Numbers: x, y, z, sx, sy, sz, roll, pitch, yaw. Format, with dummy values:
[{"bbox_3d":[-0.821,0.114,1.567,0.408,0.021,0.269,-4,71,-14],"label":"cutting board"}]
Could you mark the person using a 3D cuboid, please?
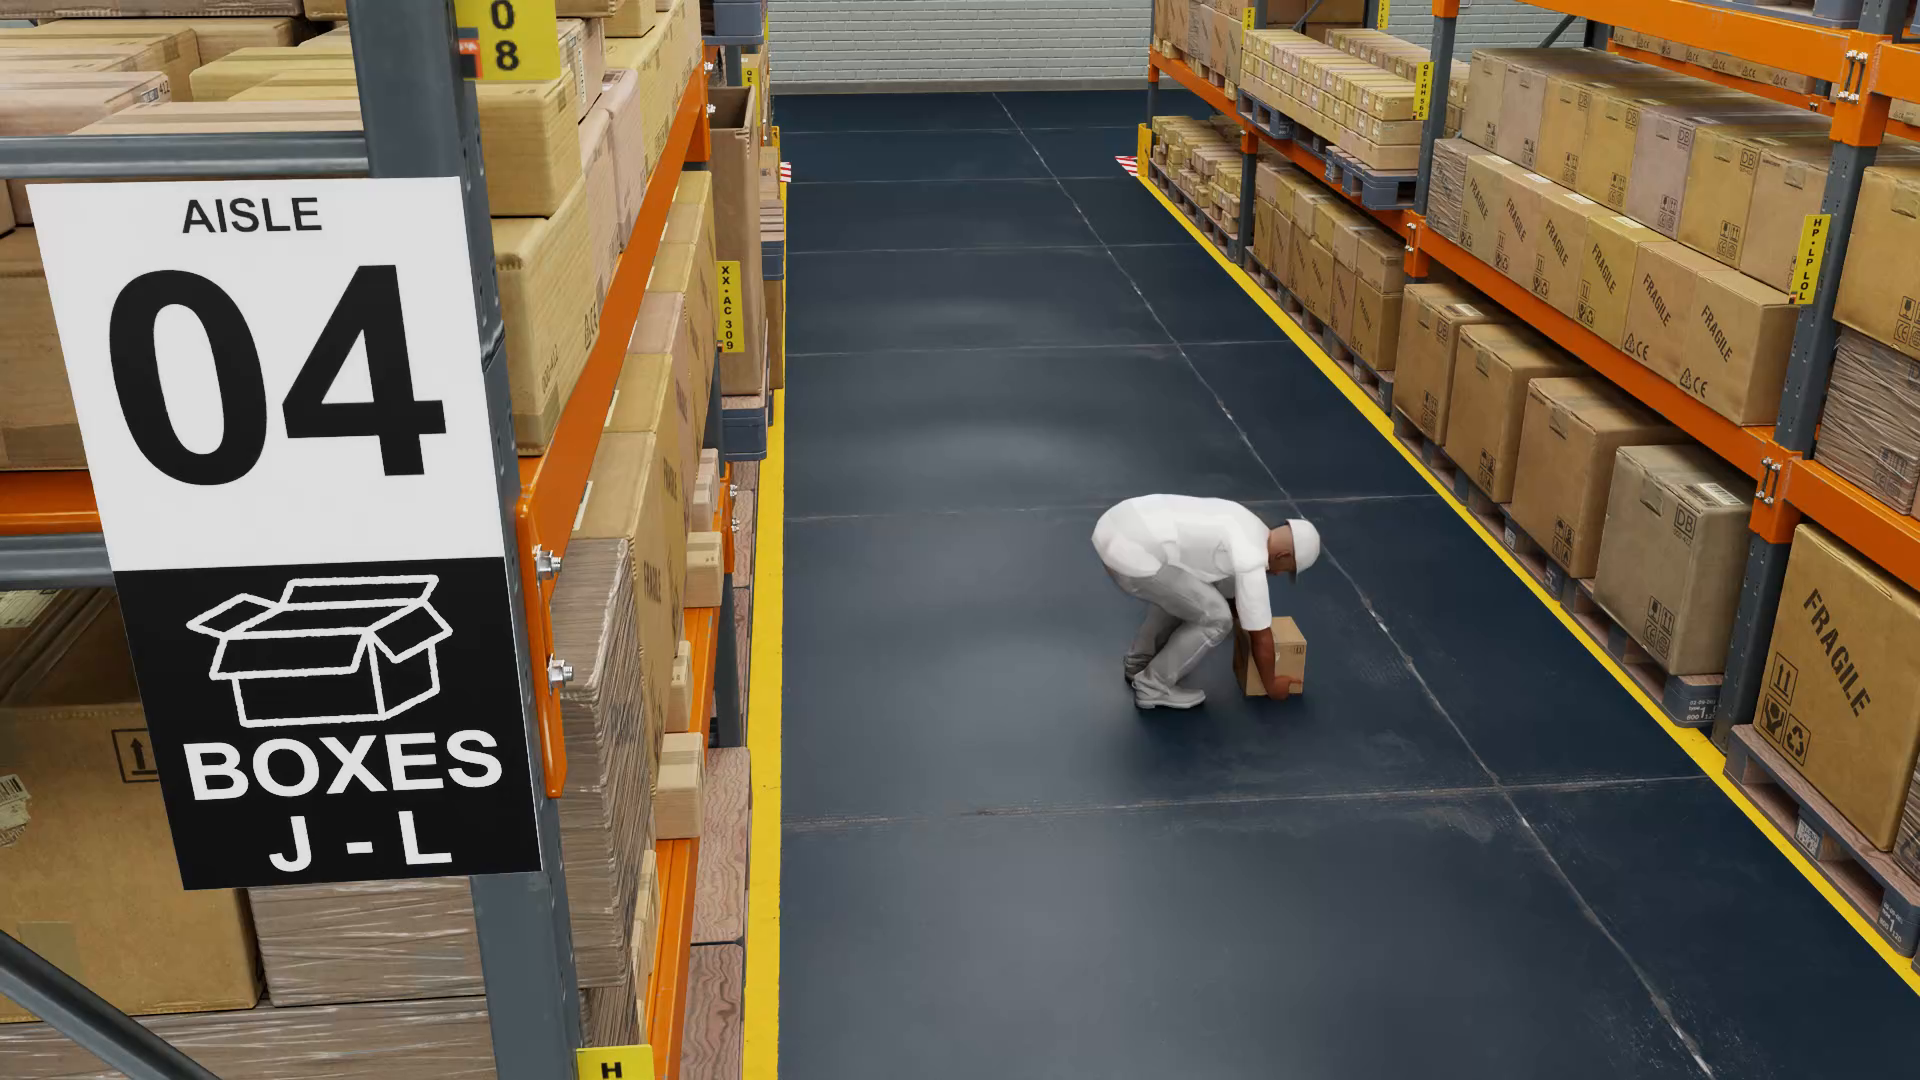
[{"bbox_3d":[1.054,0.216,7.124,0.975,0.925,0.508,-3,24,-8],"label":"person"}]
